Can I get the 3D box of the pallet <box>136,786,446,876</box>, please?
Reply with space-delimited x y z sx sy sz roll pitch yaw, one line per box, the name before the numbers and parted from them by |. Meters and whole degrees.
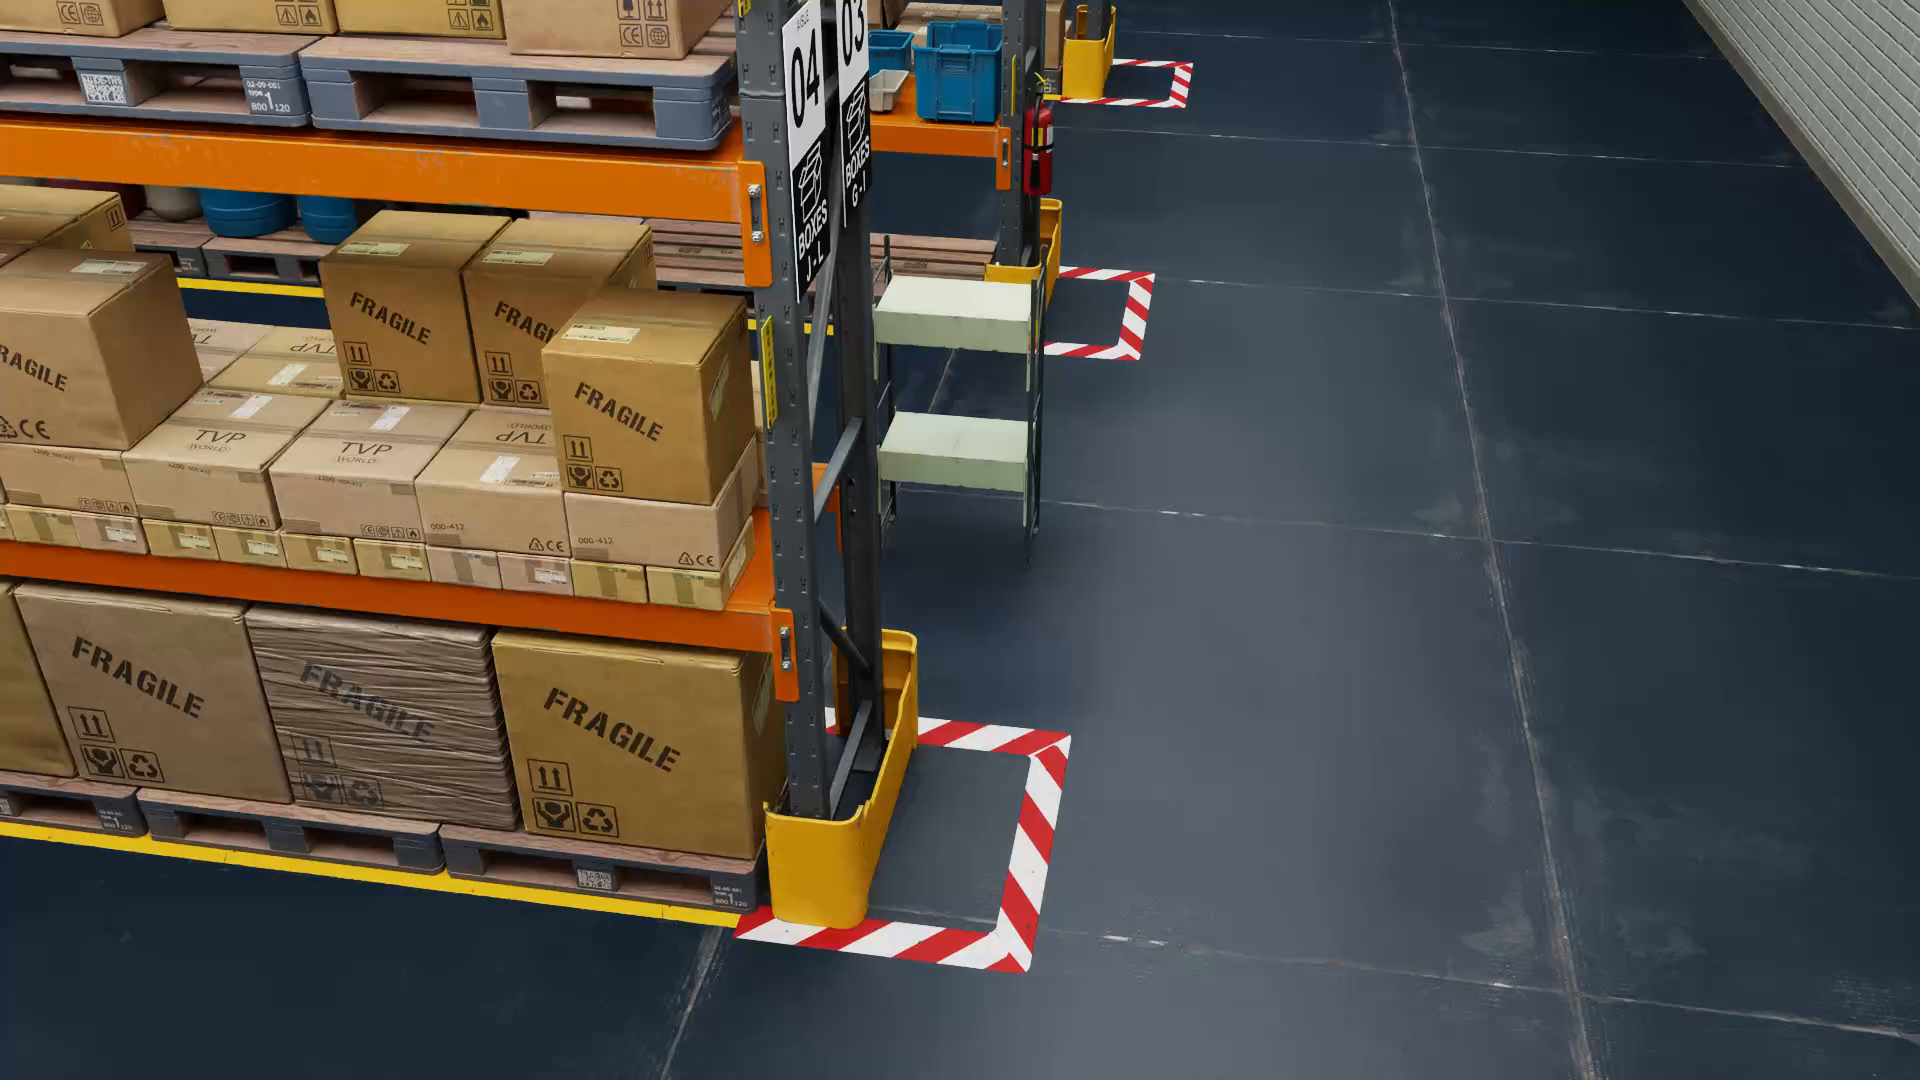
pallet | -2.455 0.858 6.681 1.213 0.211 1.003 5 32 8

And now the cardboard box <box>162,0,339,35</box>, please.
cardboard box | -2.028 -1.870 5.000 0.500 0.500 0.700 3 32 5

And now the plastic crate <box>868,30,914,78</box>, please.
plastic crate | -0.458 -2.982 10.288 0.300 0.233 0.416 5 32 8

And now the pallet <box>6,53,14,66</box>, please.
pallet | -3.593 -1.696 5.389 1.213 0.211 1.003 5 32 8

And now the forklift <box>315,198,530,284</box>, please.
forklift | -2.660 -1.164 7.348 3.031 2.935 1.130 -2 32 -4

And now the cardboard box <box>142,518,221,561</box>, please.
cardboard box | -2.625 -0.096 5.812 0.250 0.149 0.380 4 32 7

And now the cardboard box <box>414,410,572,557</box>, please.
cardboard box | -1.477 -0.196 5.597 0.500 0.250 0.500 5 32 7

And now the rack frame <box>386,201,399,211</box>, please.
rack frame | -3.564 -3.131 10.425 0.127 3.000 1.000 5 32 8

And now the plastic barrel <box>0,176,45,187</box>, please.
plastic barrel | -6.451 -2.573 11.483 0.421 0.512 0.421 0 32 0

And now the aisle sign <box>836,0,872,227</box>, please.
aisle sign | -0.333 -1.436 5.267 0.004 0.787 0.394 5 32 8

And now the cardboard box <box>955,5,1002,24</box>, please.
cardboard box | 0.235 -4.627 14.992 0.500 0.250 0.500 5 32 8

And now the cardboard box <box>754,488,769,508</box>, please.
cardboard box | -0.749 -0.281 6.109 0.250 0.149 0.380 6 32 9

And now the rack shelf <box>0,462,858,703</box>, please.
rack shelf | -2.426 -0.057 6.192 4.000 0.370 1.077 5 32 8

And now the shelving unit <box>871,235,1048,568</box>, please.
shelving unit | -0.007 -0.636 7.853 0.755 1.500 0.431 5 32 8

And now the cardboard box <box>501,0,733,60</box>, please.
cardboard box | -0.976 -1.736 4.785 0.500 0.500 0.700 3 32 5

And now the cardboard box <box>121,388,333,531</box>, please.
cardboard box | -2.493 -0.286 5.741 0.500 0.250 0.500 5 32 8

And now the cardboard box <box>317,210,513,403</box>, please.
cardboard box | -1.887 -0.836 5.912 0.500 0.500 0.500 4 32 7

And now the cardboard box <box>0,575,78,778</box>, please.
cardboard box | -3.760 0.283 6.578 0.875 0.875 0.875 5 32 8

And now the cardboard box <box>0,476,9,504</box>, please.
cardboard box | -3.489 -0.377 5.887 0.500 0.250 0.500 5 32 8

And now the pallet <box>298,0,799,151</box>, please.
pallet | -1.188 -1.478 5.041 1.213 0.211 1.003 5 32 8

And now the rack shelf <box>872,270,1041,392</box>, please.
rack shelf | -0.007 -0.967 7.646 0.720 0.370 0.431 5 32 8

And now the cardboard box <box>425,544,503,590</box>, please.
cardboard box | -1.612 -0.005 5.668 0.250 0.149 0.380 6 32 9

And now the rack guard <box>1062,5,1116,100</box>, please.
rack guard | 1.141 -4.312 14.667 0.348 0.500 1.175 5 32 8

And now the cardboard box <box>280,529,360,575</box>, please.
cardboard box | -2.124 -0.050 5.740 0.250 0.149 0.380 5 32 8

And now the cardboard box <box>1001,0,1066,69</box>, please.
cardboard box | 0.638 -4.411 14.411 0.500 0.500 0.500 5 32 8

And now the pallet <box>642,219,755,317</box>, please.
pallet | -1.627 -1.796 10.921 1.213 0.211 1.003 5 32 8

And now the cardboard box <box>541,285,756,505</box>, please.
cardboard box | -0.979 -0.470 5.328 0.500 0.500 0.500 6 32 9

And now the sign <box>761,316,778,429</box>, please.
sign | -0.560 -0.492 4.895 0.005 0.325 0.100 5 32 8

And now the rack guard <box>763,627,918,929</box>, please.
rack guard | -0.431 0.878 6.376 0.348 0.500 1.175 5 32 8

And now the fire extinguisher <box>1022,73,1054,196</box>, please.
fire extinguisher | 0.451 -2.332 9.573 0.183 0.674 0.296 5 32 8

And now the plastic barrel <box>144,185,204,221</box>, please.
plastic barrel | -5.337 -2.472 11.322 0.421 0.512 0.421 0 32 0

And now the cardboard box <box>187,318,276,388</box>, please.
cardboard box | -2.904 -0.611 6.260 0.500 0.250 0.500 6 33 9

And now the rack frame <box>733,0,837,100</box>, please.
rack frame | -0.455 -2.727 4.125 0.127 3.000 1.000 5 32 8

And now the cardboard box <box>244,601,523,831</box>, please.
cardboard box | -1.996 0.442 6.323 0.875 0.875 0.875 5 32 8

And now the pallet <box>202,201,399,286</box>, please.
pallet | -4.318 -2.040 11.310 1.213 0.211 1.003 5 32 8

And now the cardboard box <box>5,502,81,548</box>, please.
cardboard box | -3.132 -0.142 5.886 0.250 0.149 0.380 5 32 8

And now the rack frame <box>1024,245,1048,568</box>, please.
rack frame | 0.354 -0.604 7.801 0.023 1.500 0.400 5 32 8

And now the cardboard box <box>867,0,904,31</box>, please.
cardboard box | -0.874 -4.685 14.846 0.637 0.503 0.797 5 32 8

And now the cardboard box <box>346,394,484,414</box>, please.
cardboard box | -1.891 -0.520 6.115 0.500 0.250 0.500 4 32 7

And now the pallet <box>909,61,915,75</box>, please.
pallet | -0.844 -4.370 15.033 1.213 0.211 1.003 5 32 8

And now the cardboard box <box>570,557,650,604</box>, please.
cardboard box | -1.118 0.041 5.594 0.250 0.149 0.380 6 32 9

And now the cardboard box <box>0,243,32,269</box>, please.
cardboard box | -3.484 -0.697 5.690 0.500 0.500 0.500 5 32 8

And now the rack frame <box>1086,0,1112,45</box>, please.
rack frame | 1.216 -5.364 13.993 0.127 3.000 1.000 5 32 8

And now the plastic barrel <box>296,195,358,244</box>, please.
plastic barrel | -4.098 -2.477 10.962 0.708 0.901 0.600 5 32 8

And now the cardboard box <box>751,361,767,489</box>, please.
cardboard box | -0.882 -0.430 5.971 0.500 0.250 0.500 4 32 7
